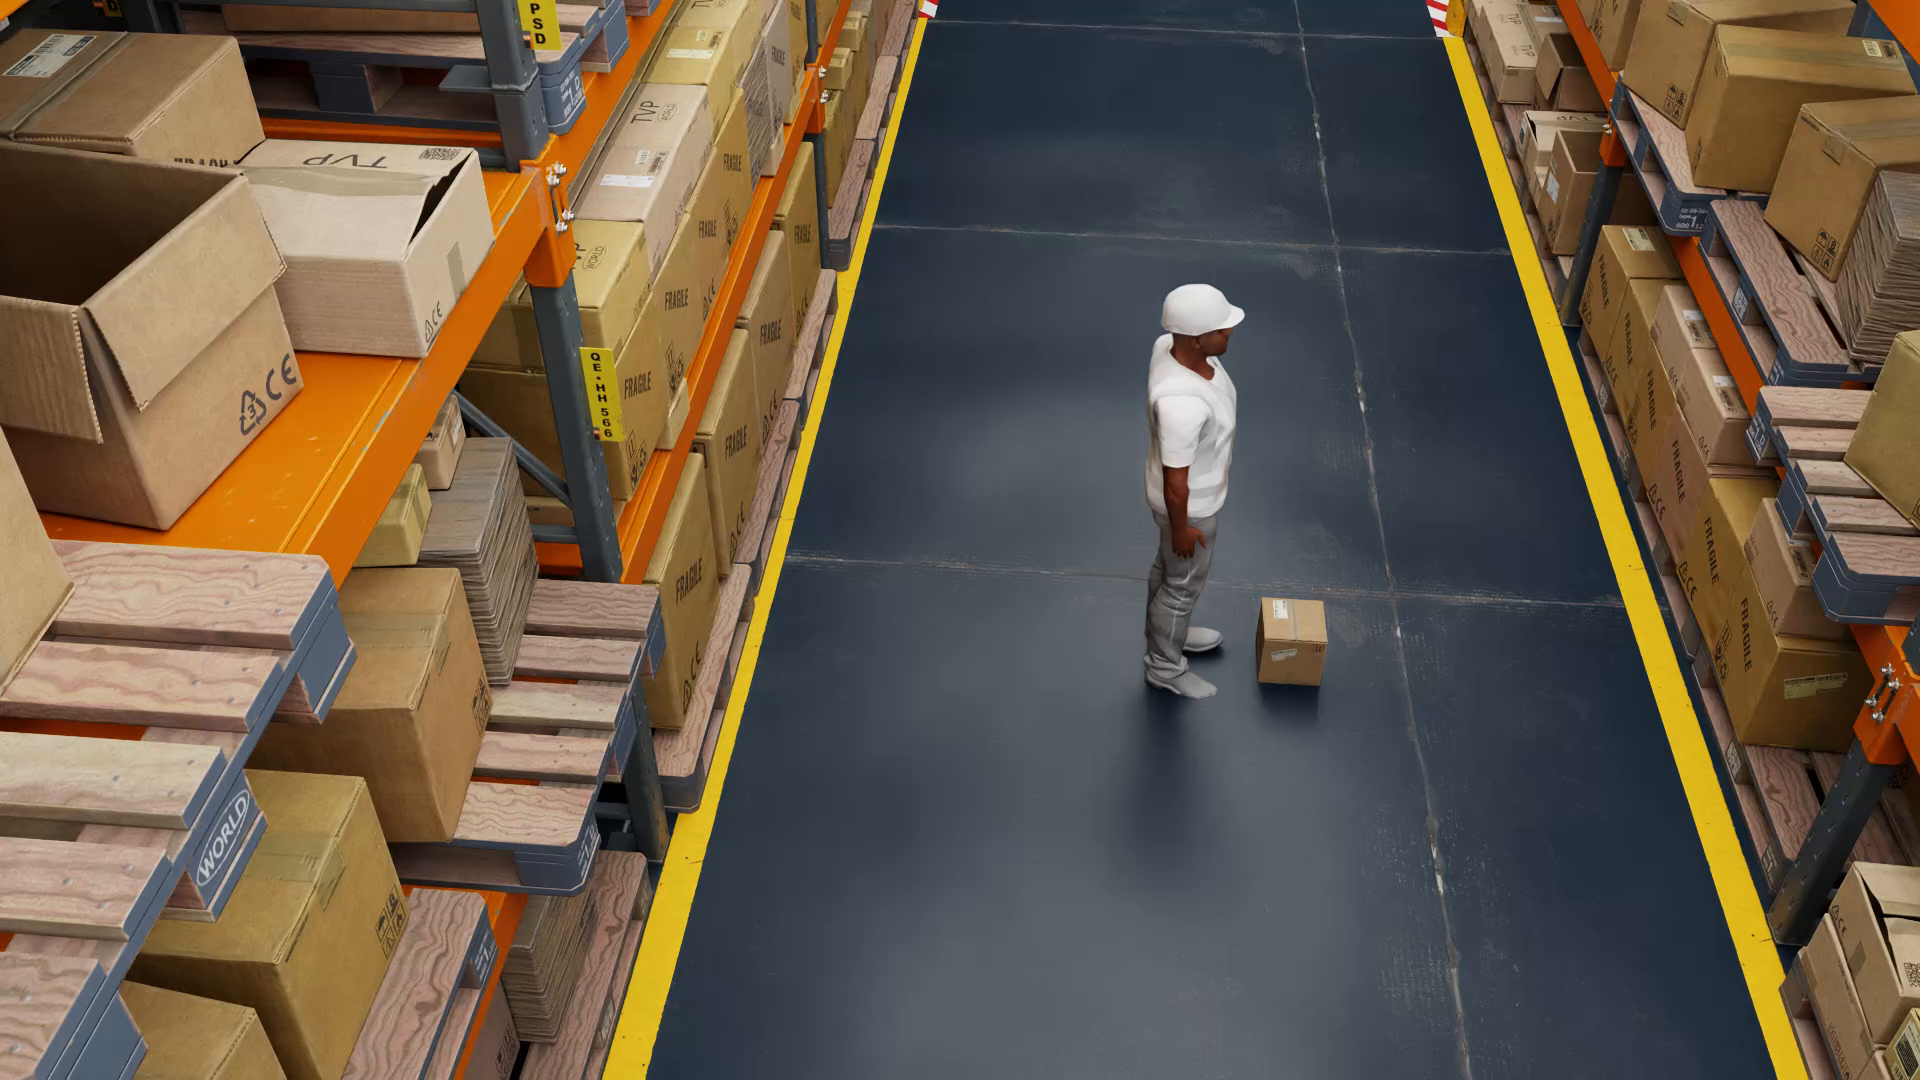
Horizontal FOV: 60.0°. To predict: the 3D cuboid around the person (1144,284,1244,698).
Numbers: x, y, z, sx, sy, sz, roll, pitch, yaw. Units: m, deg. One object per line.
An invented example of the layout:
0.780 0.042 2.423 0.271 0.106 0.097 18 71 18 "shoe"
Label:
0.888 -0.184 6.380 0.409 1.805 0.575 4 40 5 "person"
